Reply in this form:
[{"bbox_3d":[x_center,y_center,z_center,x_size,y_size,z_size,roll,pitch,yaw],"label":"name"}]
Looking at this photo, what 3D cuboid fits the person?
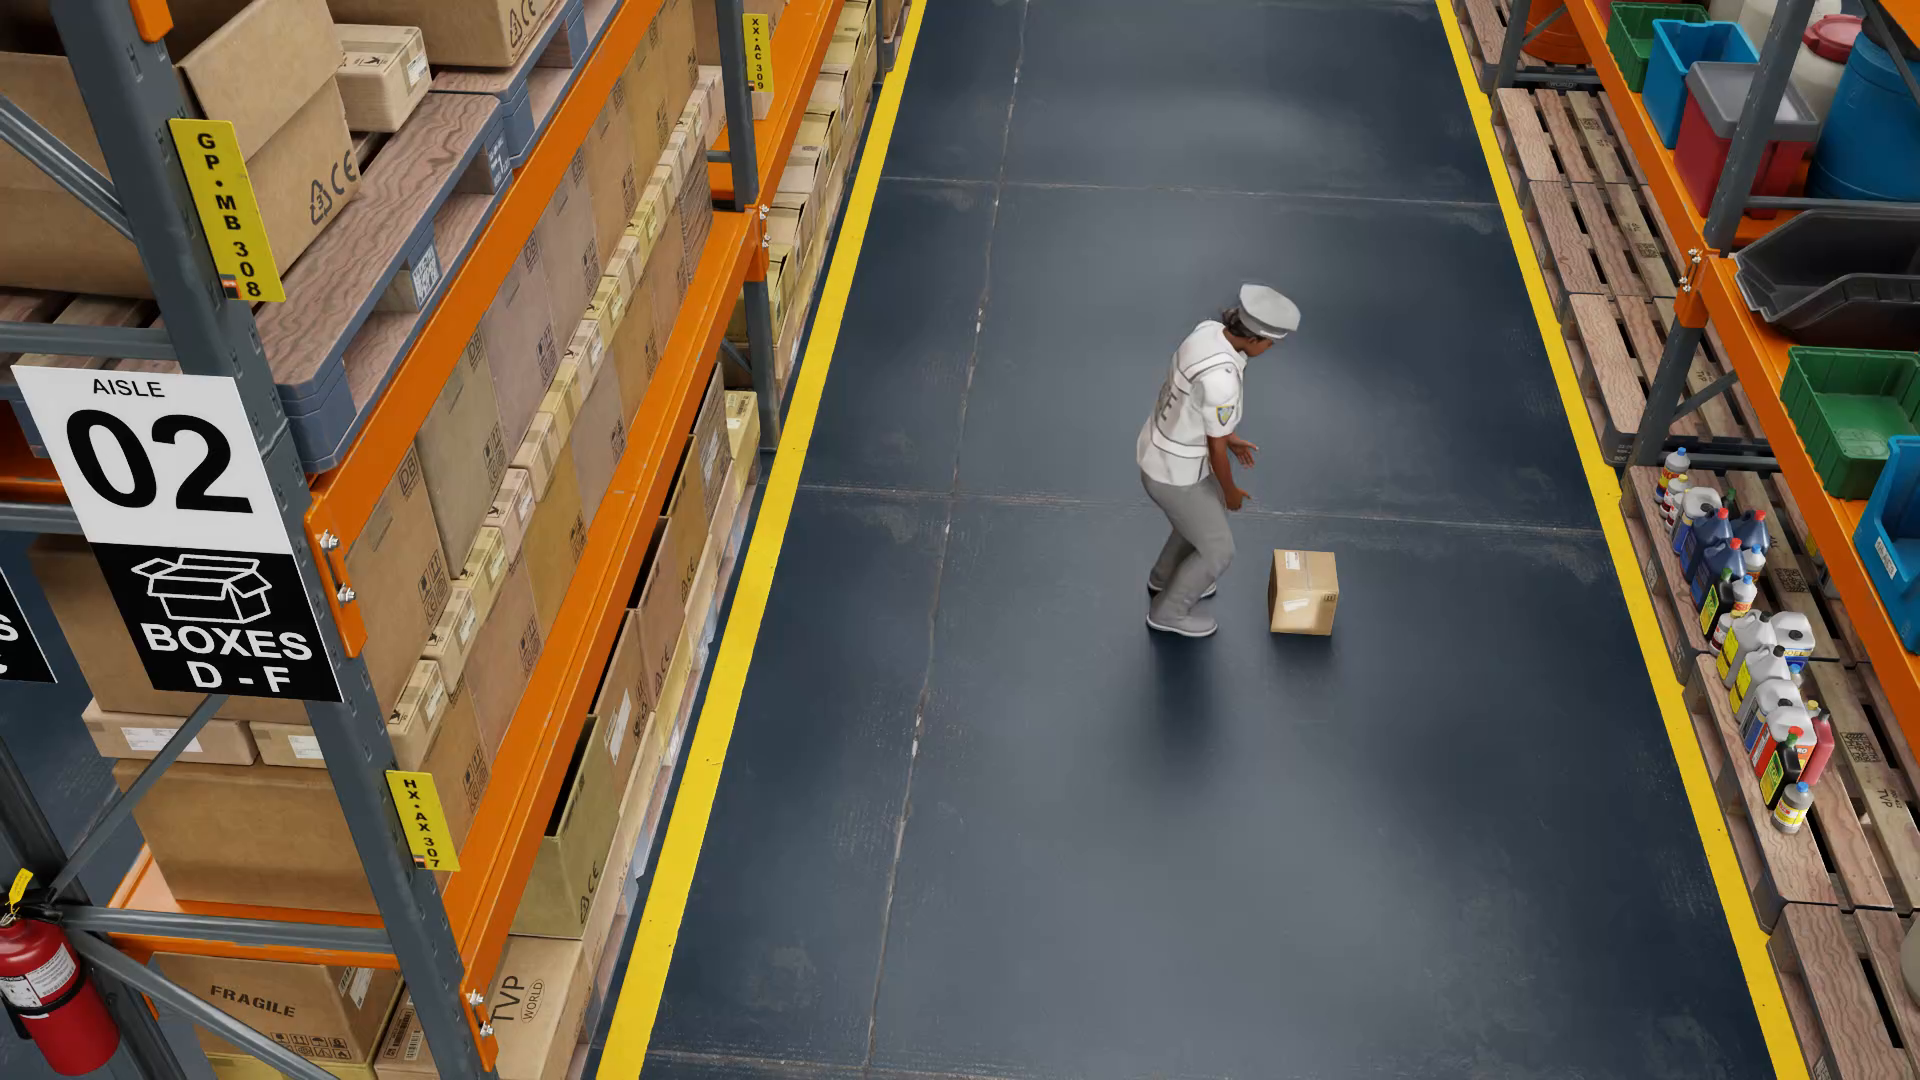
[{"bbox_3d":[0.983,-0.318,6.632,0.563,1.546,0.480,4,40,5],"label":"person"}]
